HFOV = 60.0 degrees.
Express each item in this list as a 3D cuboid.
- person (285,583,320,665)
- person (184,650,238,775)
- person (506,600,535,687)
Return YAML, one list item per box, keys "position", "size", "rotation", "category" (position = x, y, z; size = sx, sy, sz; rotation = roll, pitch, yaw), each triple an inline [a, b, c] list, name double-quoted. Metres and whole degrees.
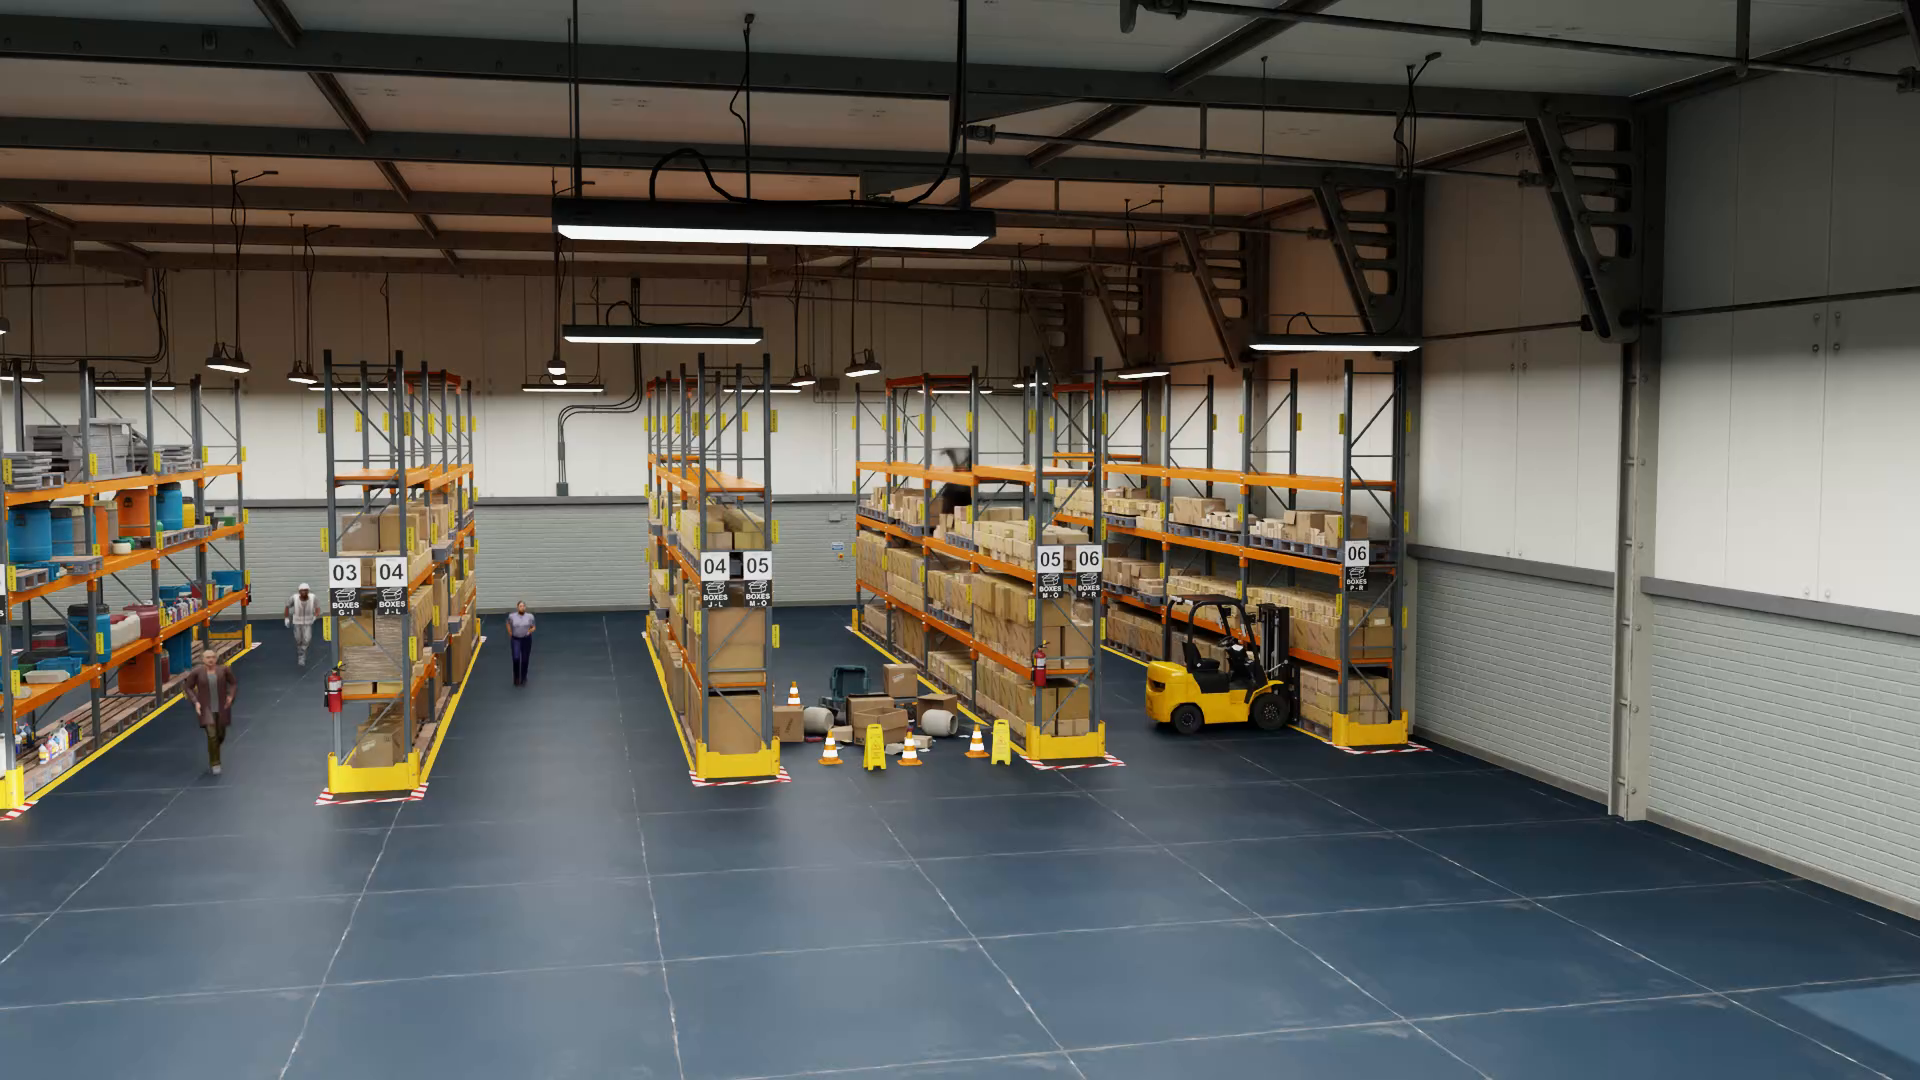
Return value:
- position: [-13.712, 1.738, 34.701]
  size: [0.686, 1.709, 0.700]
  rotation: [-2, 5, -29]
  category: "person"
- position: [-10.796, 2.453, 24.006]
  size: [0.711, 1.777, 0.861]
  rotation: [-2, 5, -28]
  category: "person"
- position: [-8.419, 1.985, 31.920]
  size: [0.527, 1.666, 0.784]
  rotation: [-2, 4, -21]
  category: "person"
